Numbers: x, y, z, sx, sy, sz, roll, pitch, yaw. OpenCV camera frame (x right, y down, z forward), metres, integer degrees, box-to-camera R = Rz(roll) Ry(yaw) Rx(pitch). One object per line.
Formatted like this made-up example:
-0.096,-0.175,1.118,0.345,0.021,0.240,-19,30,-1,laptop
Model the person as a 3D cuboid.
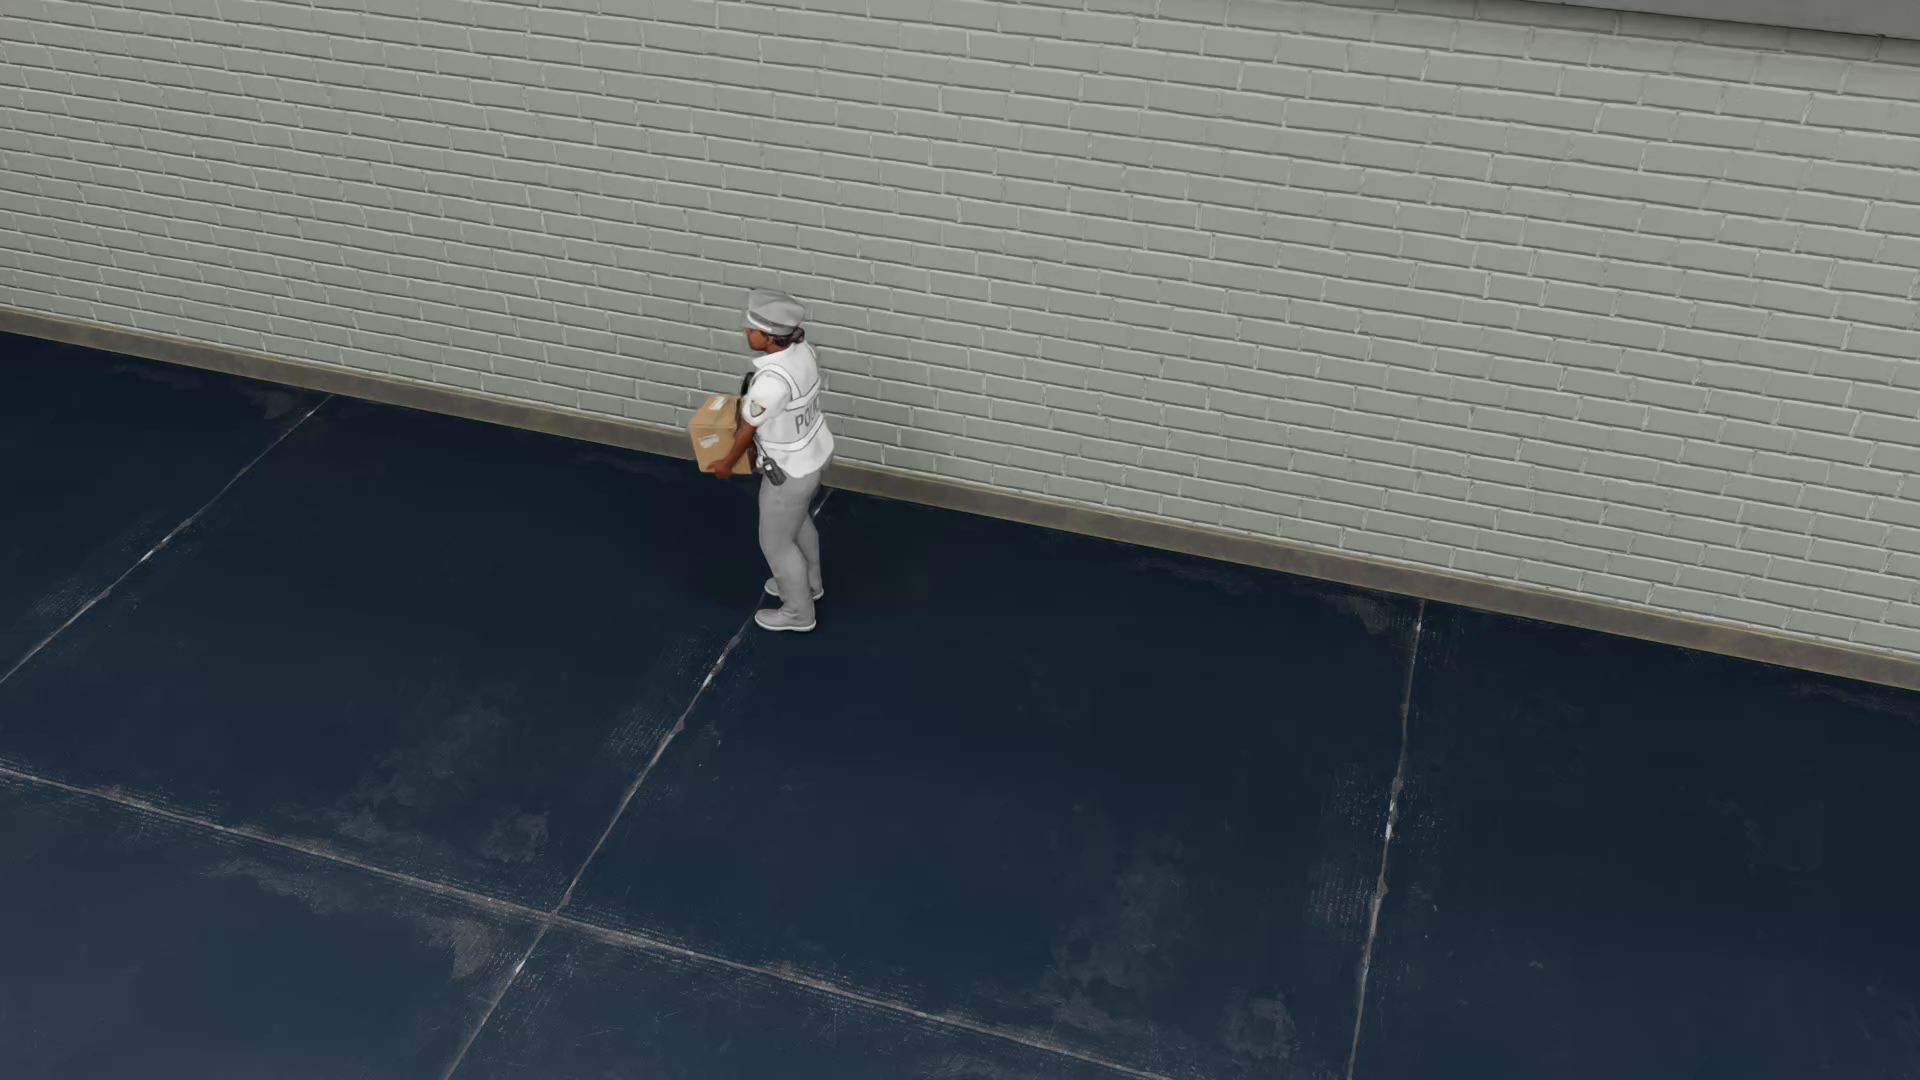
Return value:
-0.828,-0.347,7.337,0.530,1.683,0.416,10,38,13,person
